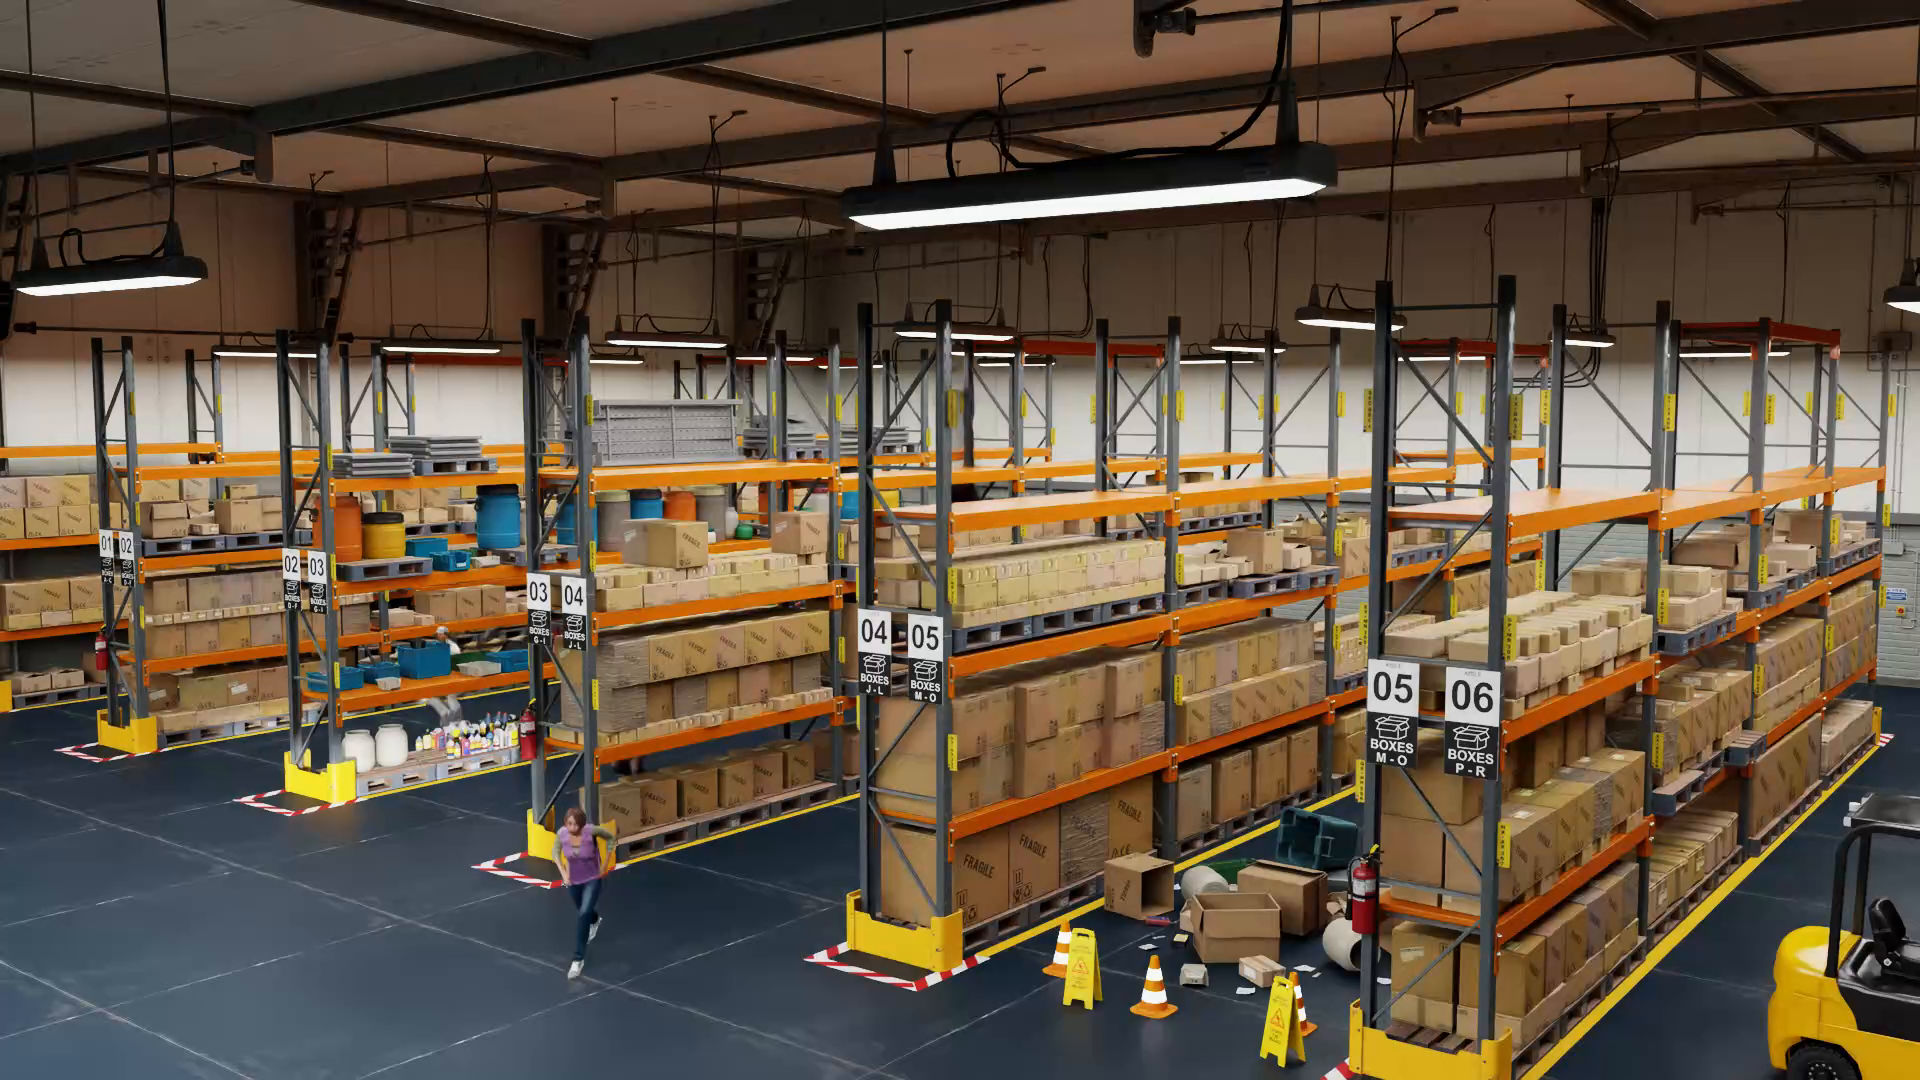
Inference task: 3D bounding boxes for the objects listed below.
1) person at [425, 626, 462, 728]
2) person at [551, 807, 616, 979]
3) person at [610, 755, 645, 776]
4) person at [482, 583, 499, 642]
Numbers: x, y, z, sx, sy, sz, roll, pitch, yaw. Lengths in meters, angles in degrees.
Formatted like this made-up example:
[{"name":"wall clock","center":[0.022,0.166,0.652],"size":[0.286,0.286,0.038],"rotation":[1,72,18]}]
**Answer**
[{"name":"person","center":[-7.928,2.110,25.583],"size":[0.637,1.617,0.759],"rotation":[2,5,22]},{"name":"person","center":[-3.404,3.109,15.142],"size":[0.573,1.546,0.917],"rotation":[0,5,-3]},{"name":"person","center":[-4.312,2.551,21.191],"size":[0.684,1.548,0.848],"rotation":[2,5,25]},{"name":"person","center":[-8.916,1.610,31.676],"size":[0.507,1.604,0.667],"rotation":[4,7,41]}]
